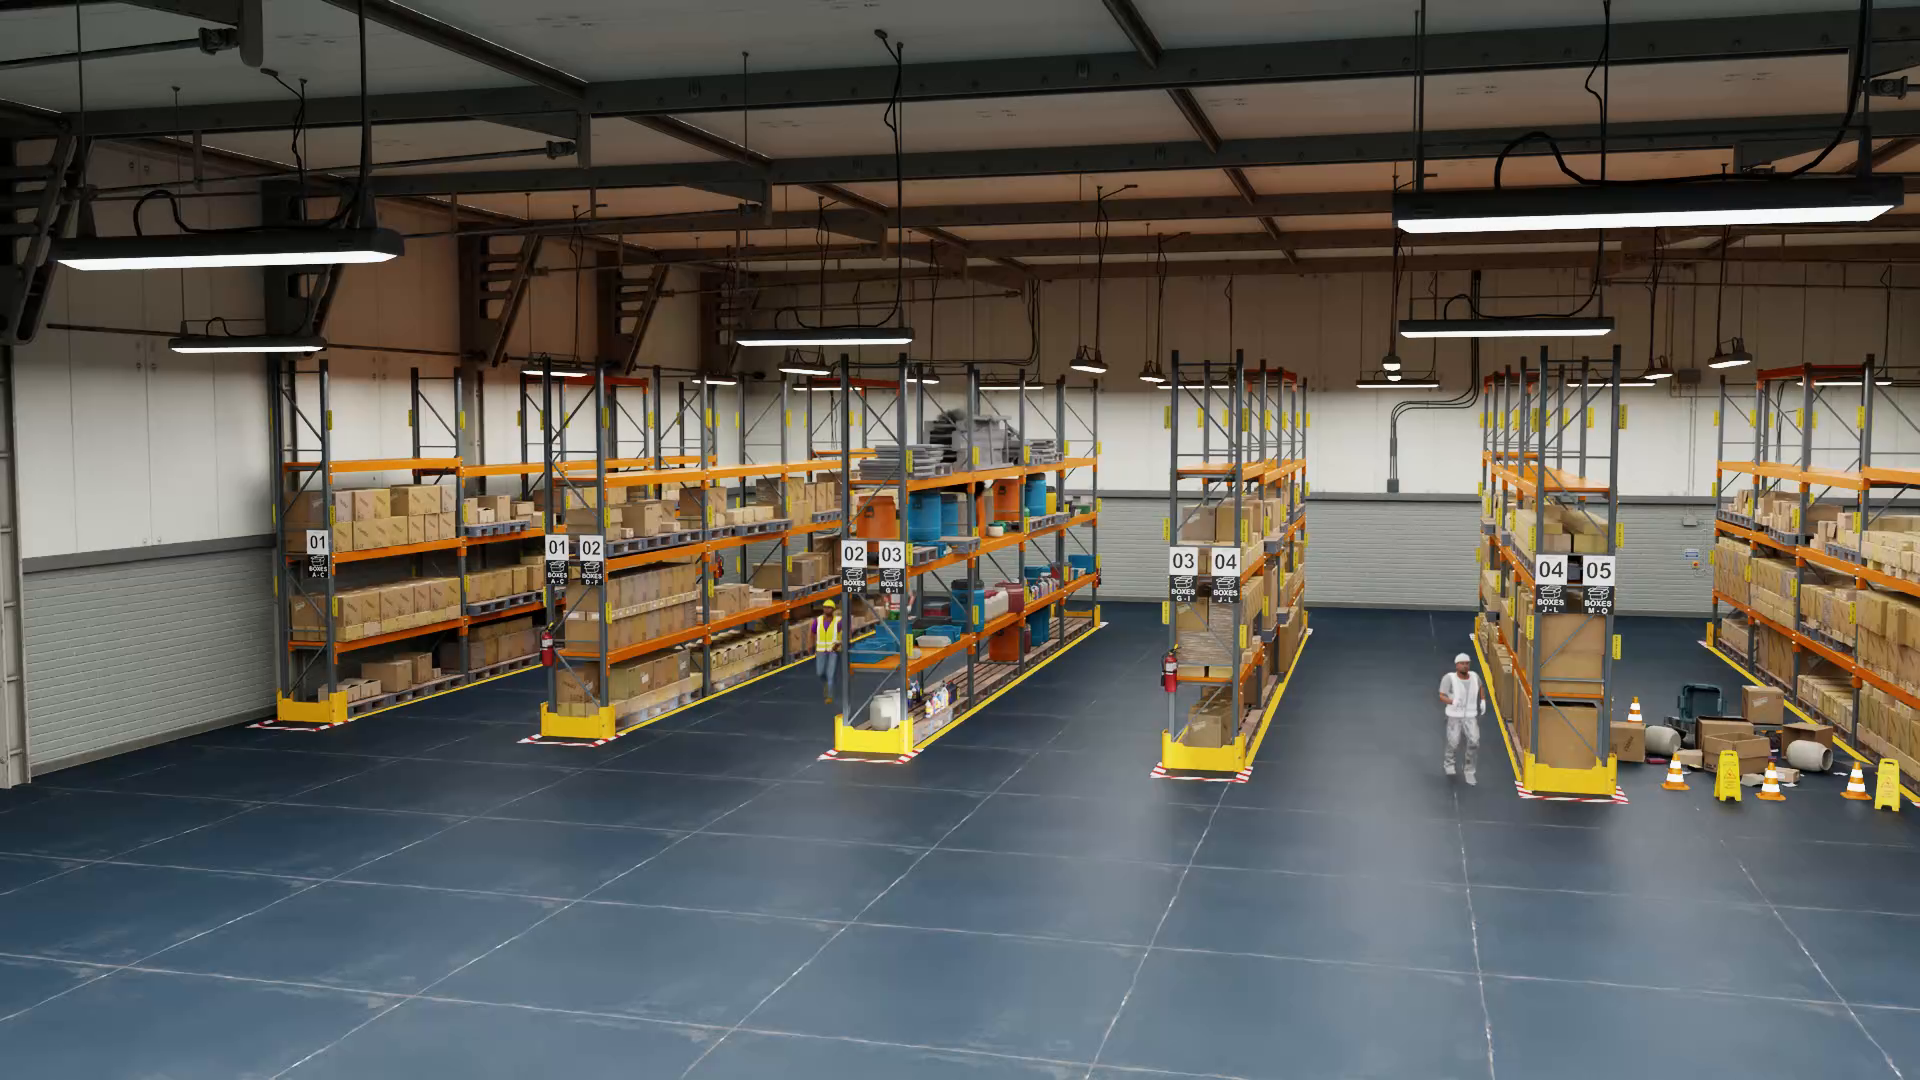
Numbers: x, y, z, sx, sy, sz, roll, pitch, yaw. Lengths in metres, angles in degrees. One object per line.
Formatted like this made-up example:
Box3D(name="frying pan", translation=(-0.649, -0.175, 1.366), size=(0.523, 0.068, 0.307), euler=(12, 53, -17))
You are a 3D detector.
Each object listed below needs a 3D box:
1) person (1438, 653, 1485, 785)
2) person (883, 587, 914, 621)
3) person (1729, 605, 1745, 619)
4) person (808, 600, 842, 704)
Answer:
Box3D(name="person", translation=(6.947, 2.481, 22.961), size=(0.711, 1.851, 0.746), euler=(0, 4, -2))
Box3D(name="person", translation=(-1.341, 1.547, 36.130), size=(0.686, 1.736, 0.655), euler=(1, 4, 11))
Box3D(name="person", translation=(17.772, 1.509, 37.948), size=(0.613, 1.517, 0.695), euler=(-3, 5, -37))
Box3D(name="person", translation=(-2.196, 1.864, 27.700), size=(0.711, 1.736, 0.525), euler=(1, 4, 11))
